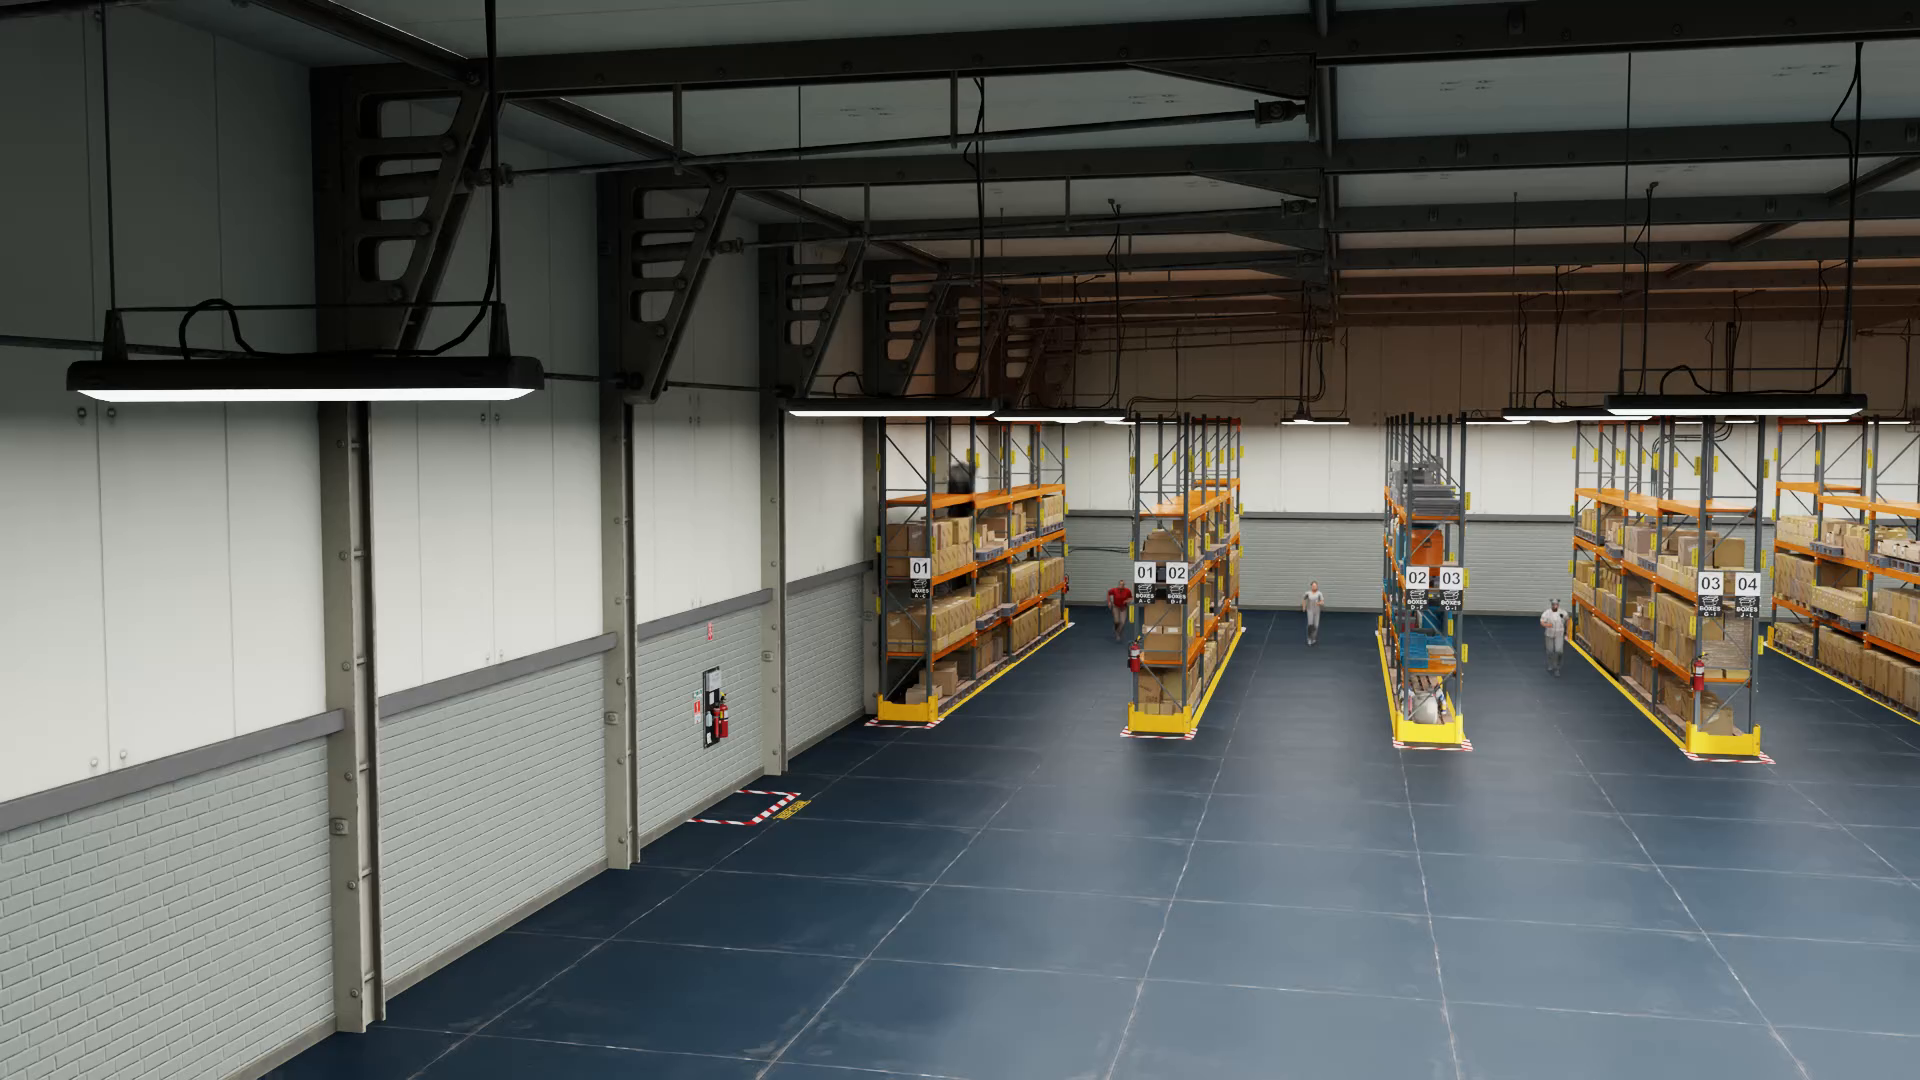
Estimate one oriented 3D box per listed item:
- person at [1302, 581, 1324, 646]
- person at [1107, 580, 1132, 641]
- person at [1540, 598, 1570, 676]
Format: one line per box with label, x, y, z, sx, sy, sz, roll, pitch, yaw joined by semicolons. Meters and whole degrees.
person;9.302;1.928;43.776;0.531;1.688;0.703;0;4;5
person;4.288;1.894;44.531;0.646;1.651;0.737;0;4;-5
person;13.774;2.246;38.506;0.646;1.838;0.852;1;4;19
